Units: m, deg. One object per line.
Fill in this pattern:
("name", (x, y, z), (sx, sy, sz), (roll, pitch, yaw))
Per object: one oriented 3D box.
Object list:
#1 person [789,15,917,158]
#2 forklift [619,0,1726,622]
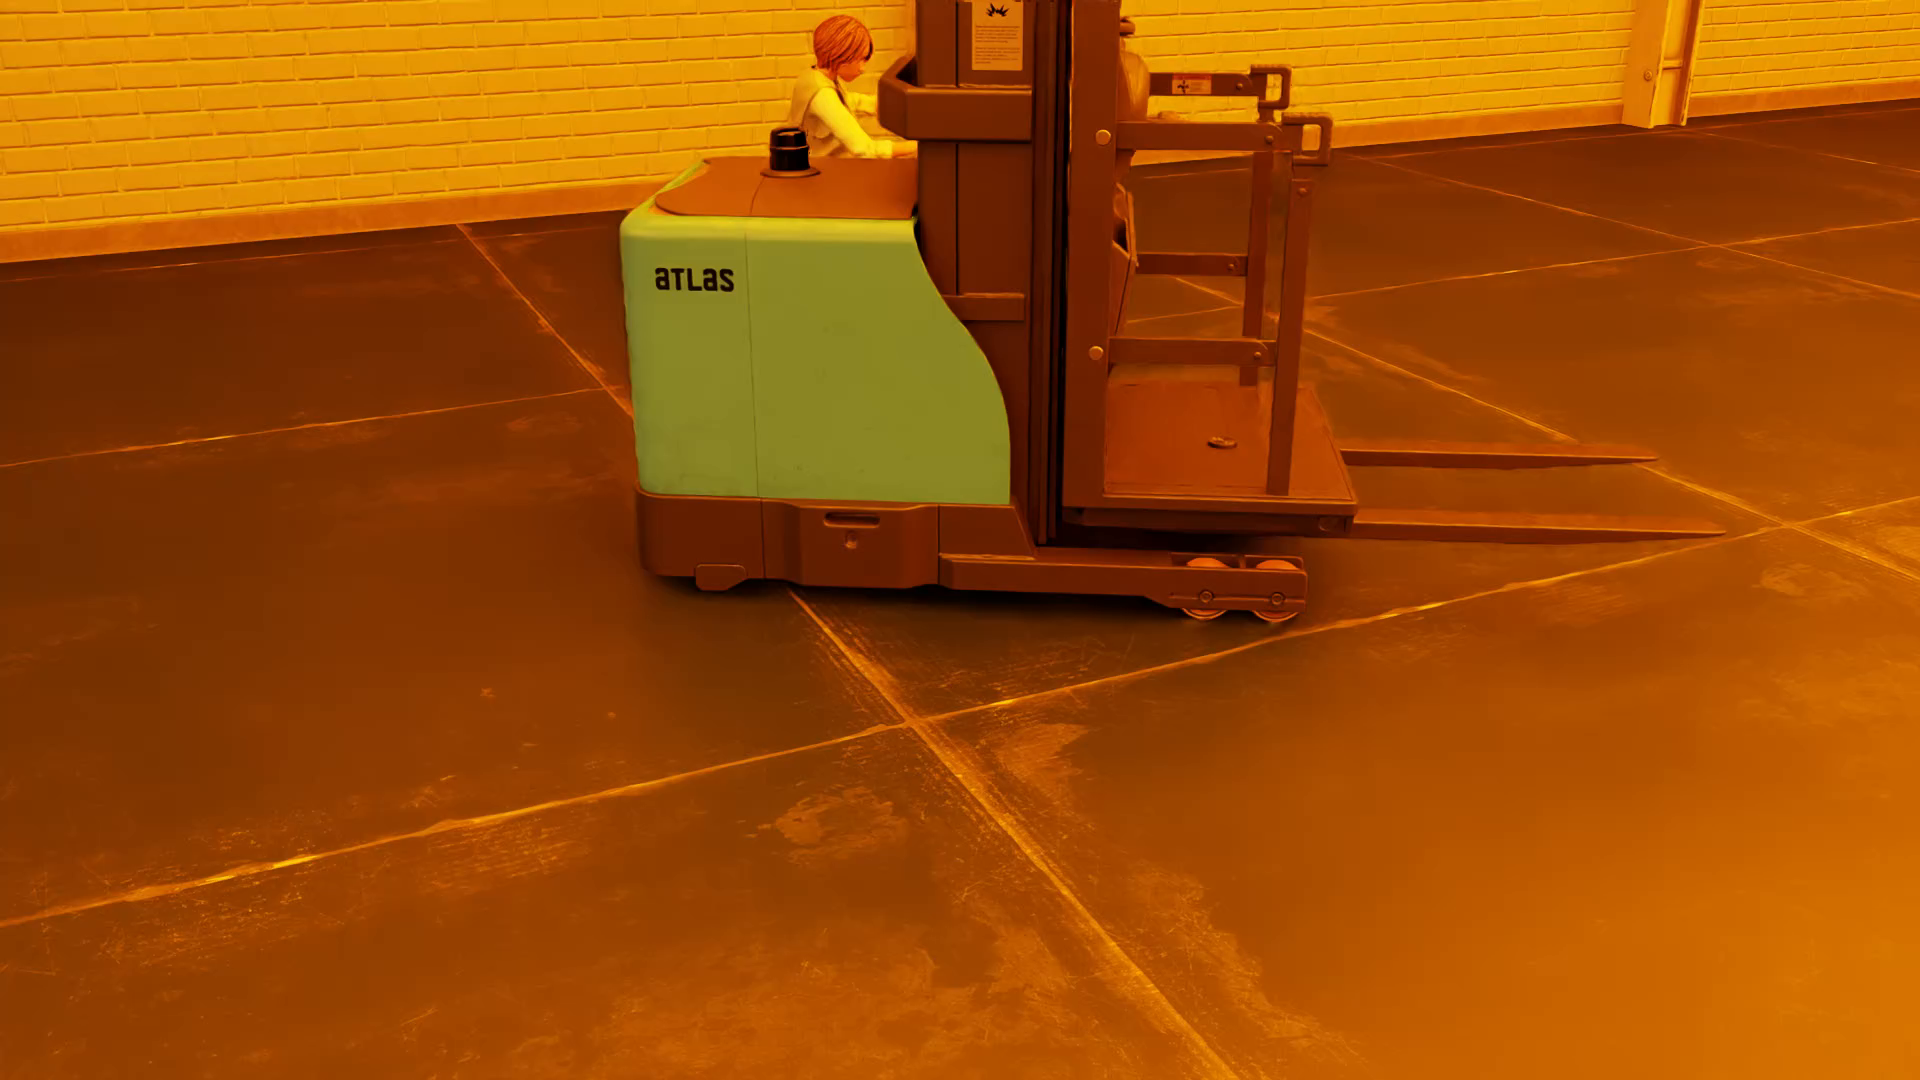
("person", (-0.348, -1.350, 6.547), (0.668, 1.386, 0.894), (0, 23, 0))
("forklift", (0.627, -1.342, 4.516), (3.031, 2.935, 1.130), (2, 23, 4))
